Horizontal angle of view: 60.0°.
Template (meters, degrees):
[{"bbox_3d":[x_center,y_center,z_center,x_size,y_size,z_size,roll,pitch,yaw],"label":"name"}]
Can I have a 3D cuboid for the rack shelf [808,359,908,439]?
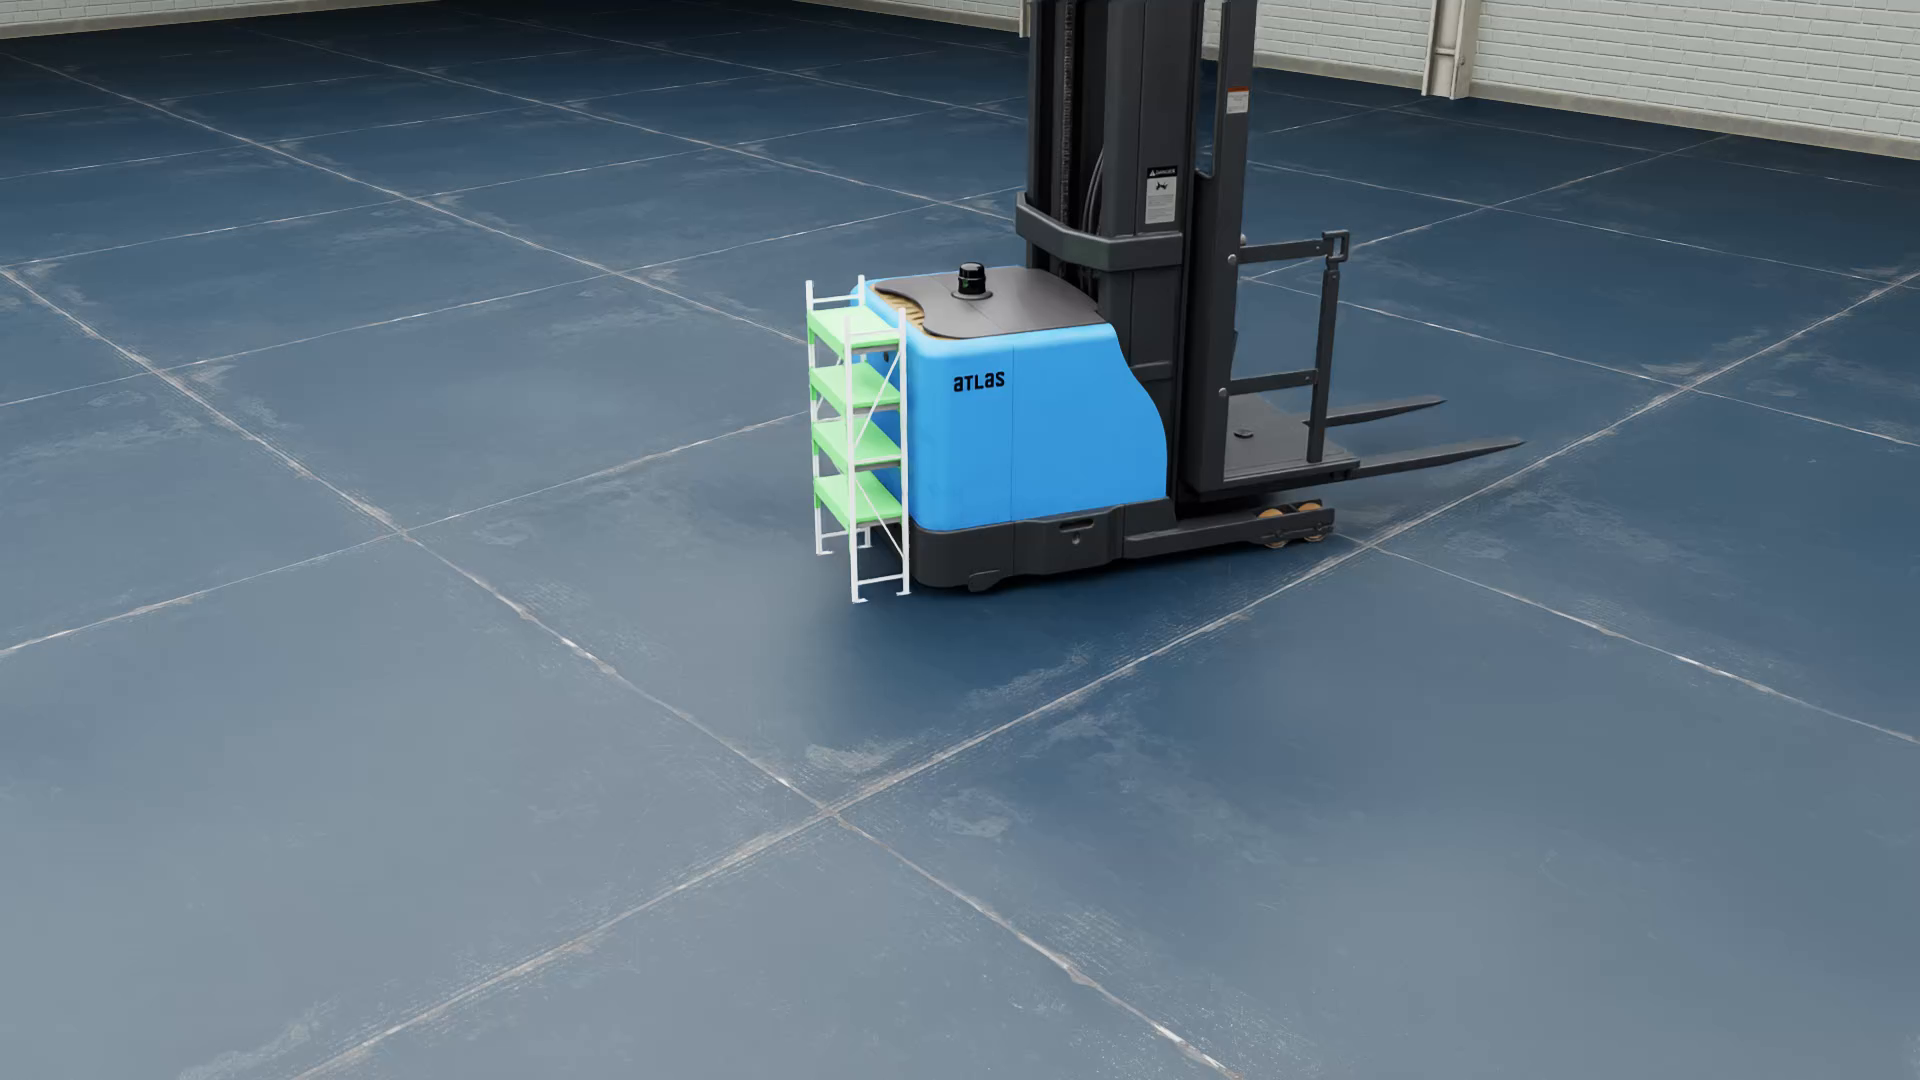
[{"bbox_3d":[-0.410,-0.566,6.620,0.258,0.148,0.480,-9,26,-19],"label":"rack shelf"}]

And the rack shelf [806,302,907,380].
[{"bbox_3d":[-0.410,-0.784,6.521,0.258,0.148,0.480,-9,26,-19],"label":"rack shelf"}]

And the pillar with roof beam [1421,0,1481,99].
[{"bbox_3d":[1.969,-7.555,12.970,9.100,9.000,0.400,-21,32,-38],"label":"pillar with roof beam"}]

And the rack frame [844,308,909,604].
[{"bbox_3d":[-0.320,-0.311,6.487,0.240,1.200,0.015,-9,26,-19],"label":"rack frame"}]

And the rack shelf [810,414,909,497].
[{"bbox_3d":[-0.410,-0.347,6.720,0.258,0.148,0.480,-9,26,-19],"label":"rack shelf"}]

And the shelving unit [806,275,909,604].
[{"bbox_3d":[-0.410,-0.406,6.693,0.258,1.200,0.503,-9,26,-19],"label":"shelving unit"}]

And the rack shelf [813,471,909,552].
[{"bbox_3d":[-0.410,-0.129,6.820,0.258,0.148,0.480,-9,26,-19],"label":"rack shelf"}]

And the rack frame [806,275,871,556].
[{"bbox_3d":[-0.499,-0.500,6.900,0.240,1.200,0.015,-9,26,-19],"label":"rack frame"}]

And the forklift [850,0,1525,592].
[{"bbox_3d":[1.091,-1.492,6.988,3.031,2.935,1.130,-9,26,-19],"label":"forklift"}]

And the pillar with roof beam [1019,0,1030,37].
[{"bbox_3d":[-2.132,-9.373,16.954,9.100,9.000,0.400,-21,32,-38],"label":"pillar with roof beam"}]
